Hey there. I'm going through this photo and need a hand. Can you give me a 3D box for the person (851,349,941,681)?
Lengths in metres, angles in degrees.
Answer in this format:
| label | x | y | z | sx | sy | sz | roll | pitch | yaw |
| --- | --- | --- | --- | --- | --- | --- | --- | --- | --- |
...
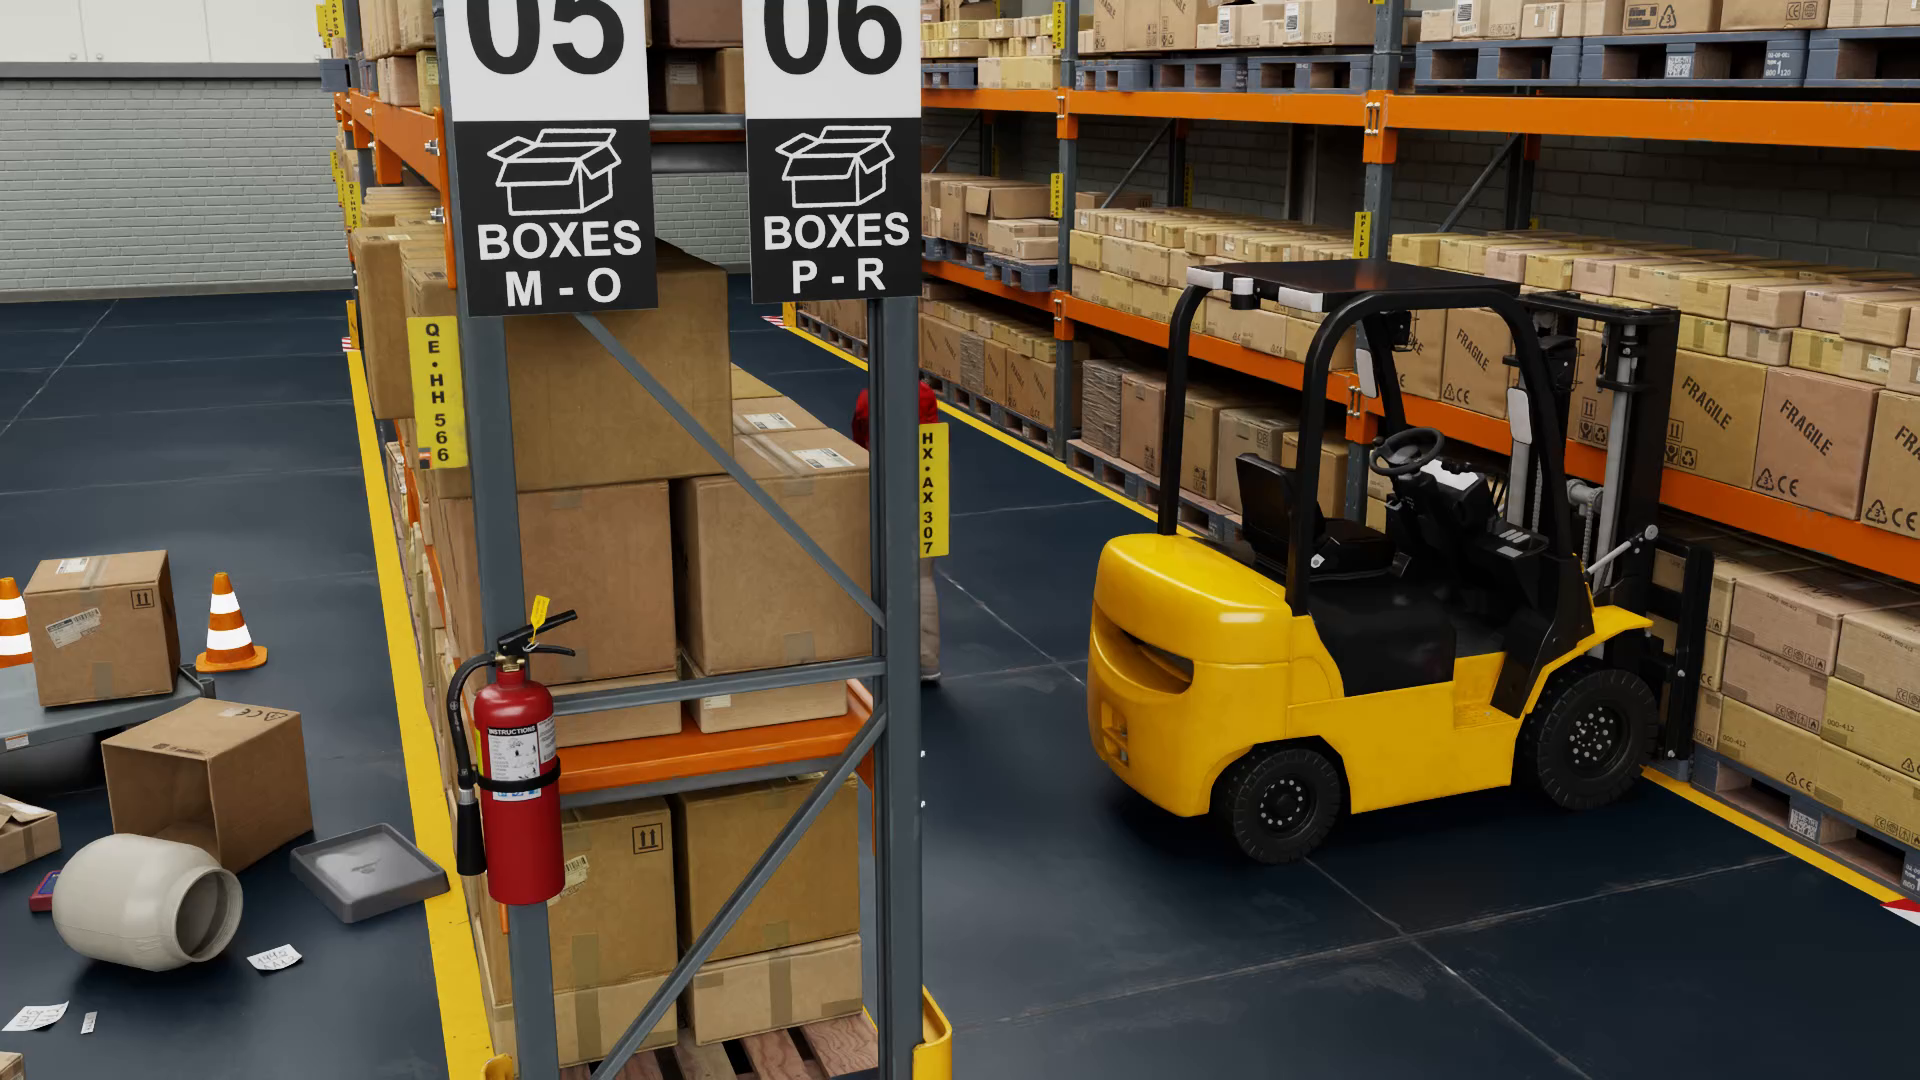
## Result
| label | x | y | z | sx | sy | sz | roll | pitch | yaw |
| --- | --- | --- | --- | --- | --- | --- | --- | --- | --- |
| person | -0.303 | -0.164 | 8.104 | 0.571 | 1.717 | 0.516 | -15 | 21 | -43 |
